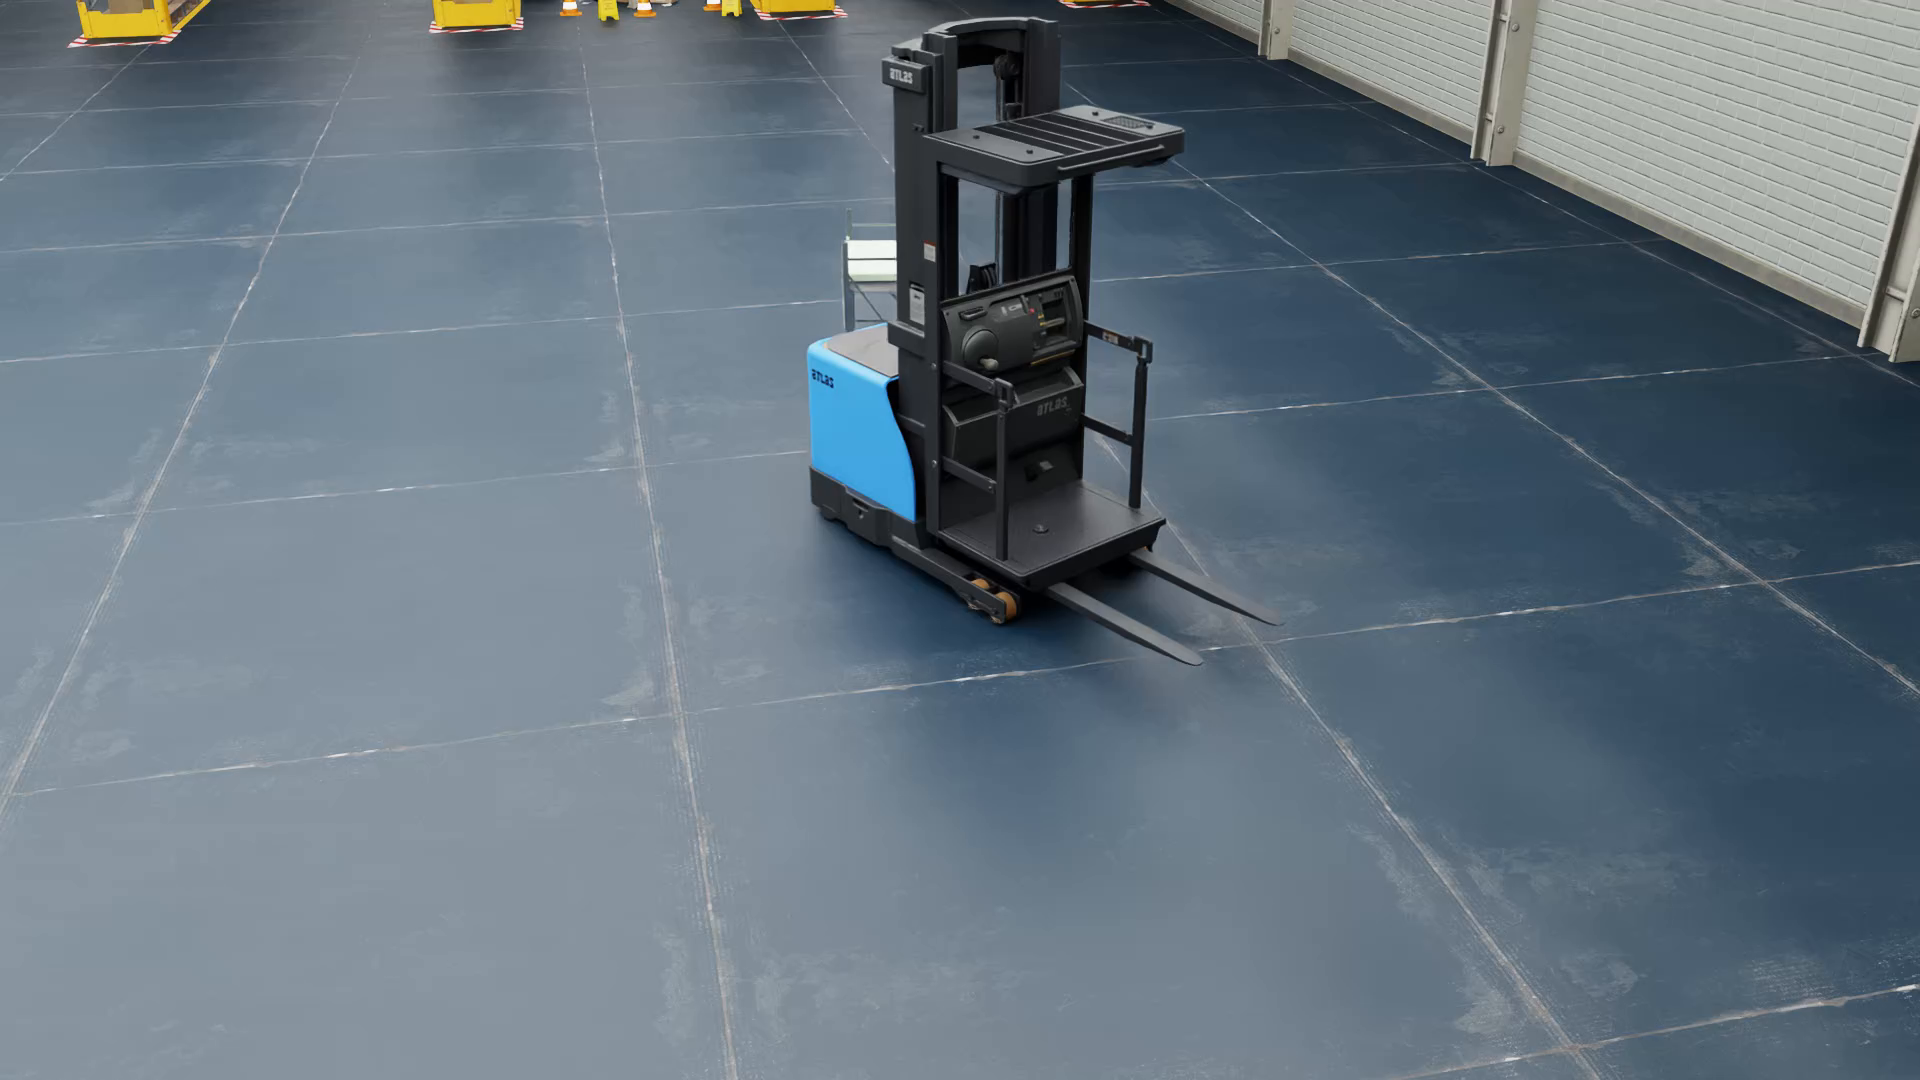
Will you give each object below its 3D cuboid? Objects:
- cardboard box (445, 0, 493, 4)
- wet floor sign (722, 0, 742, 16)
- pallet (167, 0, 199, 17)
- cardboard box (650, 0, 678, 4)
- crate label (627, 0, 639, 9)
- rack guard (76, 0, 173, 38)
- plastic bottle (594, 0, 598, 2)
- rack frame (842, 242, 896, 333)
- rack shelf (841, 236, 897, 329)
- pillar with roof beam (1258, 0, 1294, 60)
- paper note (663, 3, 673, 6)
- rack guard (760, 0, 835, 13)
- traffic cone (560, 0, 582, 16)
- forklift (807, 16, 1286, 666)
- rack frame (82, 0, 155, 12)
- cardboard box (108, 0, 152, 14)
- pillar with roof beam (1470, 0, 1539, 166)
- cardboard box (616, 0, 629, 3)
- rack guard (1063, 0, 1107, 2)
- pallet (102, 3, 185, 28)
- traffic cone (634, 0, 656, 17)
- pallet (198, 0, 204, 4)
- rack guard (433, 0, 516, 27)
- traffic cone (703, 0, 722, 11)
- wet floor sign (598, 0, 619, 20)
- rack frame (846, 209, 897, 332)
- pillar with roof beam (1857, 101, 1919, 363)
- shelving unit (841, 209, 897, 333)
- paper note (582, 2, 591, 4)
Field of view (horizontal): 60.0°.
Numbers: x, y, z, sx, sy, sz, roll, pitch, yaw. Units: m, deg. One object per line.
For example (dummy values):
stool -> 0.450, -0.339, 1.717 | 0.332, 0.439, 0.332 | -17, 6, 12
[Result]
cardboard box -> -7.587, -8.742, 25.632 | 0.875, 0.875, 0.875 | -6, 27, -11
wet floor sign -> -3.569, -8.516, 25.905 | 0.267, 0.644, 0.232 | 3, 27, 6
pallet -> -12.662, -8.436, 26.229 | 1.003, 0.211, 1.213 | -6, 27, -12
cardboard box -> -4.833, -8.856, 27.131 | 0.380, 0.149, 0.250 | 8, 28, 15
crate label -> -5.166, -8.615, 26.667 | 0.250, 0.136, 0.298 | -23, 35, -38
rack guard -> -12.242, -7.670, 24.391 | 1.175, 0.500, 0.348 | -6, 27, -12
plastic bottle -> -5.969, -8.894, 27.304 | 0.133, 0.061, 0.283 | -16, 31, -29
rack frame -> -0.505, -1.112, 10.288 | 0.400, 1.500, 0.023 | -1, 27, -1
rack shelf -> -0.516, -1.625, 10.438 | 0.431, 0.370, 0.720 | -1, 27, -1
pillar with roof beam -> 0.144, -10.269, 20.108 | 9.100, 9.000, 0.400 | -6, 27, -12
paper note -> -4.722, -8.646, 26.846 | 0.148, 0.019, 0.142 | -16, 31, -29
rack guard -> -2.587, -8.676, 26.385 | 1.175, 0.500, 0.348 | -6, 27, -12
traffic cone -> -6.106, -8.457, 25.991 | 0.336, 0.463, 0.334 | -6, 27, -12
forklift -> 0.428, -1.120, 8.717 | 1.130, 2.935, 3.031 | -21, 33, -35
rack frame -> -12.225, -8.752, 23.762 | 1.000, 3.000, 0.127 | -6, 27, -12
cardboard box -> -12.349, -8.100, 24.777 | 0.500, 0.500, 0.500 | -1, 27, -2
pillar with roof beam -> 1.497, -7.635, 14.889 | 9.100, 9.000, 0.400 | -6, 27, -12
cardboard box -> -5.432, -9.158, 27.336 | 0.637, 0.503, 0.797 | 19, 32, 32
rack guard -> 2.271, -9.138, 27.300 | 1.175, 0.500, 0.348 | -6, 27, -12
pallet -> -12.391, -7.901, 25.170 | 1.003, 0.211, 1.213 | -6, 27, -12
traffic cone -> -4.928, -8.422, 25.922 | 0.336, 0.463, 0.334 | -6, 27, -12
pallet -> -12.940, -8.972, 27.292 | 1.003, 0.211, 1.213 | -6, 27, -12
rack guard -> -7.364, -8.085, 25.214 | 1.175, 0.500, 0.348 | -6, 27, -12
traffic cone -> -3.924, -8.684, 26.441 | 0.336, 0.463, 0.334 | -6, 27, -12
wet floor sign -> -5.434, -8.349, 25.575 | 0.267, 0.644, 0.232 | -11, 29, -20
rack frame -> -0.527, -1.441, 10.941 | 0.400, 1.500, 0.023 | -1, 27, -1
pillar with roof beam -> 2.849, -5.001, 9.670 | 9.100, 9.000, 0.400 | -6, 27, -12
shelving unit -> -0.516, -1.276, 10.614 | 0.431, 1.500, 0.755 | -1, 27, -1
paper note -> -6.060, -8.728, 27.010 | 0.144, 0.017, 0.142 | 3, 27, 6
